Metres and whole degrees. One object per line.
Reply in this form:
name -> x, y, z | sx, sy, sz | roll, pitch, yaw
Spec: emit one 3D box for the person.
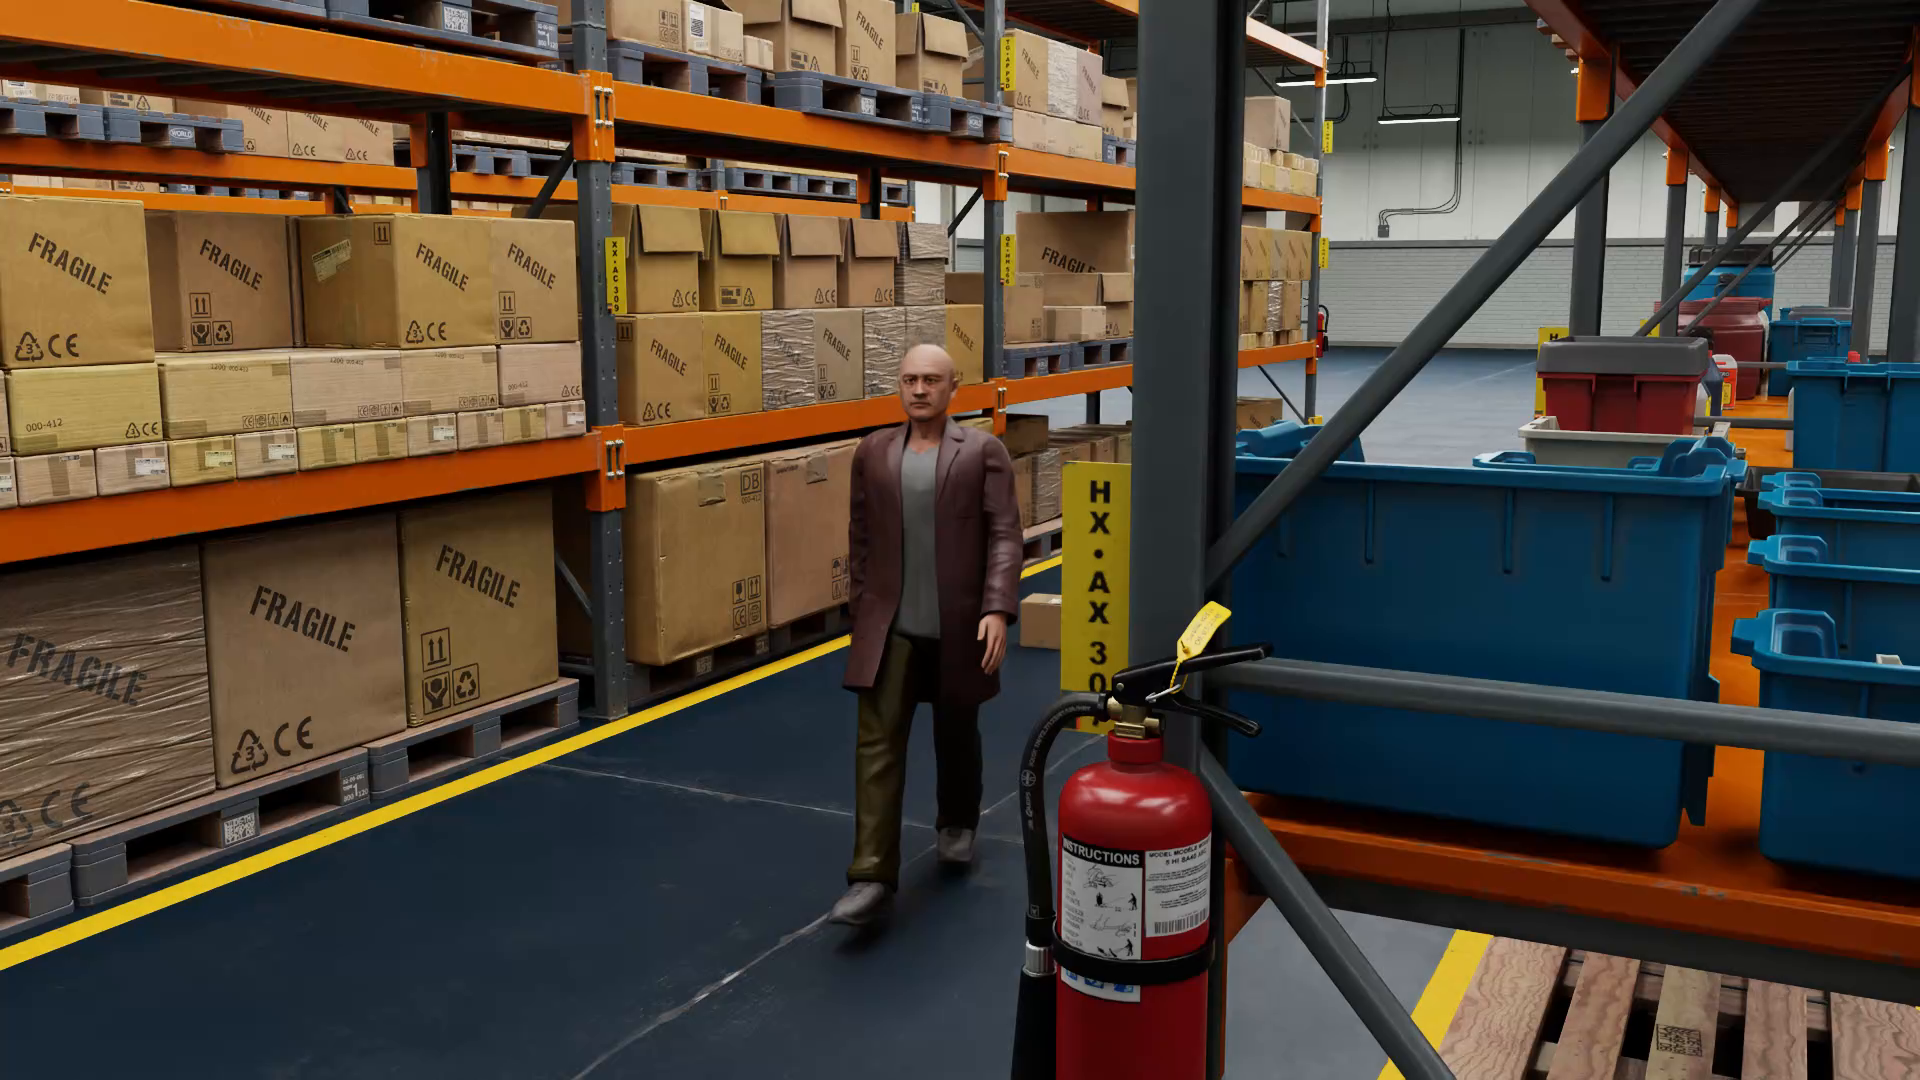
person -> -0.106, 0.263, 5.163 | 0.594, 1.722, 1.092 | 1, 9, 8
